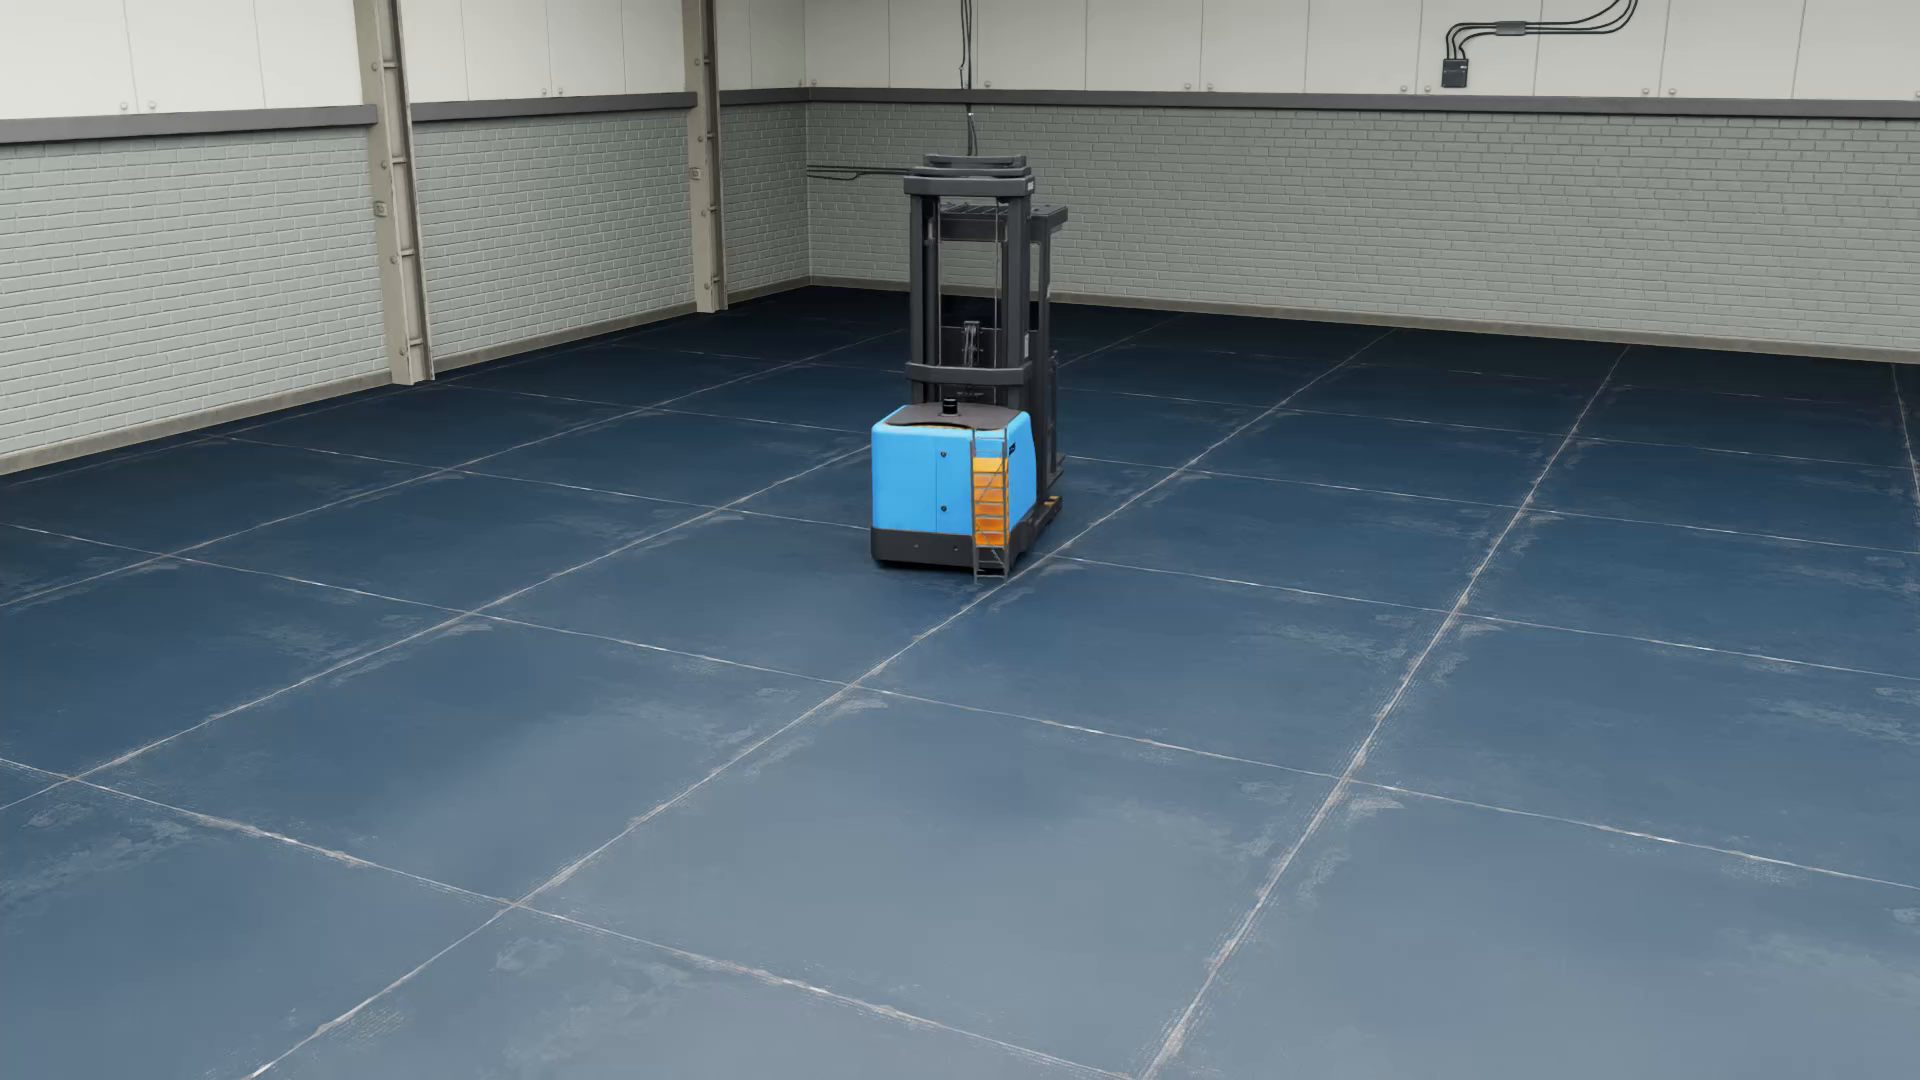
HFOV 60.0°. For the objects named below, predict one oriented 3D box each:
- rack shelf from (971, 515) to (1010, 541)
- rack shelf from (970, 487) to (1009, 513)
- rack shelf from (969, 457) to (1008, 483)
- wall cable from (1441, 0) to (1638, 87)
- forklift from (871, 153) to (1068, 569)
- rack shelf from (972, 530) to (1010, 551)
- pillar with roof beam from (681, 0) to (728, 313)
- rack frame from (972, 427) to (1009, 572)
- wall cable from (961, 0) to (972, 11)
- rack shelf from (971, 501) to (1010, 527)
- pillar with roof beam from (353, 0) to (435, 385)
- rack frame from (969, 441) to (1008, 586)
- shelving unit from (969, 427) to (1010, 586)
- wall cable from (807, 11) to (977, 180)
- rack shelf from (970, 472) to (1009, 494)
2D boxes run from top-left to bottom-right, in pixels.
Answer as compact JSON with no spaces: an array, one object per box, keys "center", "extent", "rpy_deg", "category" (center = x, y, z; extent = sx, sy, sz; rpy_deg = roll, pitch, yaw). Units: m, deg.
[{"center":[0.216,-0.085,11.747],"extent":[0.258,0.103,0.180],"rpy_deg":[2,34,6],"category":"rack shelf"},{"center":[0.209,-0.284,11.613],"extent":[0.258,0.103,0.180],"rpy_deg":[2,34,6],"category":"rack shelf"},{"center":[0.201,-0.483,11.479],"extent":[0.258,0.103,0.180],"rpy_deg":[2,34,6],"category":"rack shelf"},{"center":[7.349,-8.677,20.461],"extent":[2.305,6.003,0.169],"rpy_deg":[8,18,25],"category":"wall cable"},{"center":[0.220,-1.574,13.177],"extent":[1.130,2.935,3.031],"rpy_deg":[4,17,15],"category":"forklift"},{"center":[0.220,0.014,11.814],"extent":[0.258,0.103,0.180],"rpy_deg":[2,34,6],"category":"rack shelf"},{"center":[0.215,-7.129,21.221],"extent":[9.100,9.000,0.400],"rpy_deg":[8,18,25],"category":"pillar with roof beam"},{"center":[0.220,-0.273,11.731],"extent":[0.240,1.200,0.006],"rpy_deg":[2,34,6],"category":"rack frame"},{"center":[1.284,-8.847,23.589],"extent":[3.097,2.526,0.112],"rpy_deg":[8,18,25],"category":"wall cable"},{"center":[0.213,-0.185,11.680],"extent":[0.258,0.103,0.180],"rpy_deg":[2,34,6],"category":"rack shelf"},{"center":[-2.466,-5.601,16.075],"extent":[9.100,9.000,0.400],"rpy_deg":[8,18,25],"category":"pillar with roof beam"},{"center":[0.202,-0.170,11.580],"extent":[0.240,1.200,0.006],"rpy_deg":[2,34,6],"category":"rack frame"},{"center":[0.211,-0.222,11.656],"extent":[0.258,1.200,0.189],"rpy_deg":[2,34,6],"category":"shelving unit"},{"center":[-1.136,-6.770,25.467],"extent":[3.097,2.526,0.112],"rpy_deg":[8,18,25],"category":"wall cable"},{"center":[0.205,-0.384,11.546],"extent":[0.258,0.103,0.180],"rpy_deg":[2,34,6],"category":"rack shelf"}]
